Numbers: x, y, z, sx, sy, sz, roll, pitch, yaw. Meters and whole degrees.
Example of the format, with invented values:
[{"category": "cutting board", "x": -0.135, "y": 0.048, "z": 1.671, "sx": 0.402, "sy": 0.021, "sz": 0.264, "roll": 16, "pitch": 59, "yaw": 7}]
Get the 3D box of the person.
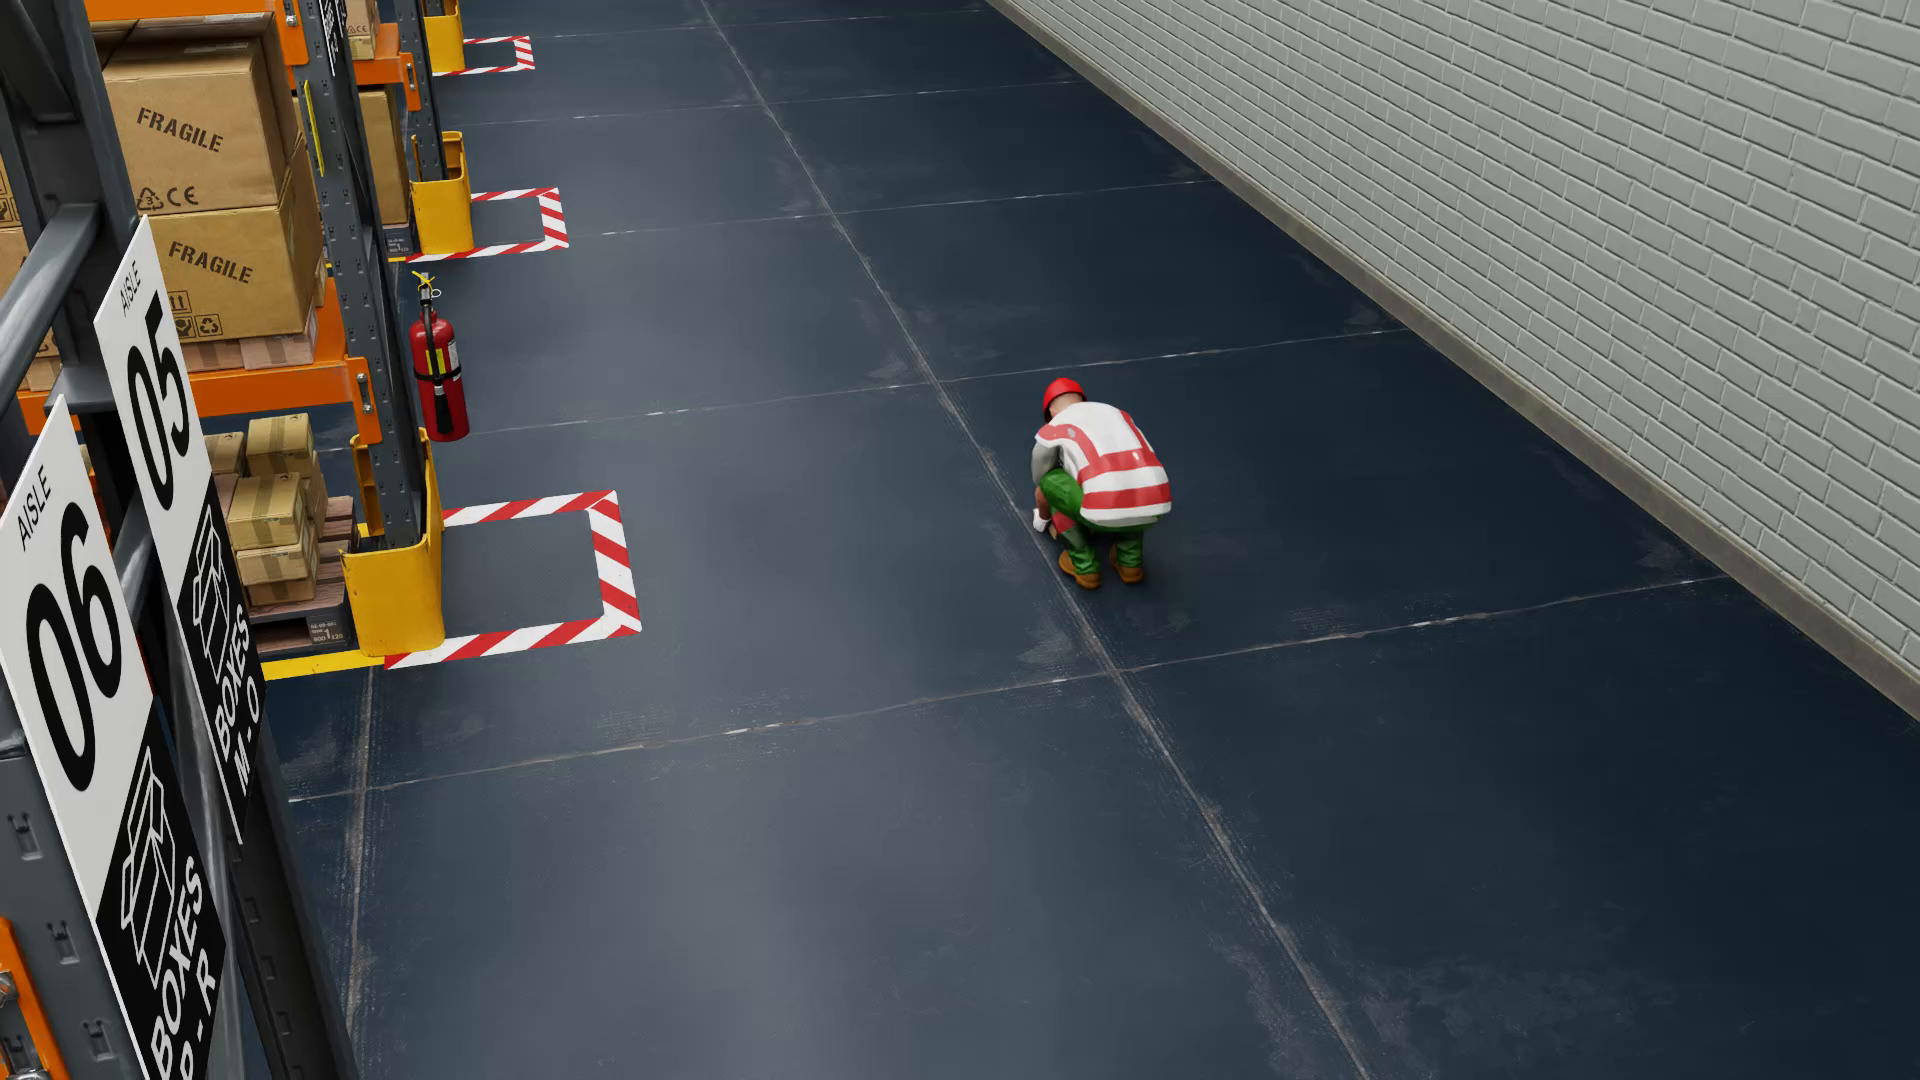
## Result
[{"category": "person", "x": 0.615, "y": -0.215, "z": 7.562, "sx": 0.520, "sy": 0.817, "sz": 0.945, "roll": -8, "pitch": 31, "yaw": -14}]
